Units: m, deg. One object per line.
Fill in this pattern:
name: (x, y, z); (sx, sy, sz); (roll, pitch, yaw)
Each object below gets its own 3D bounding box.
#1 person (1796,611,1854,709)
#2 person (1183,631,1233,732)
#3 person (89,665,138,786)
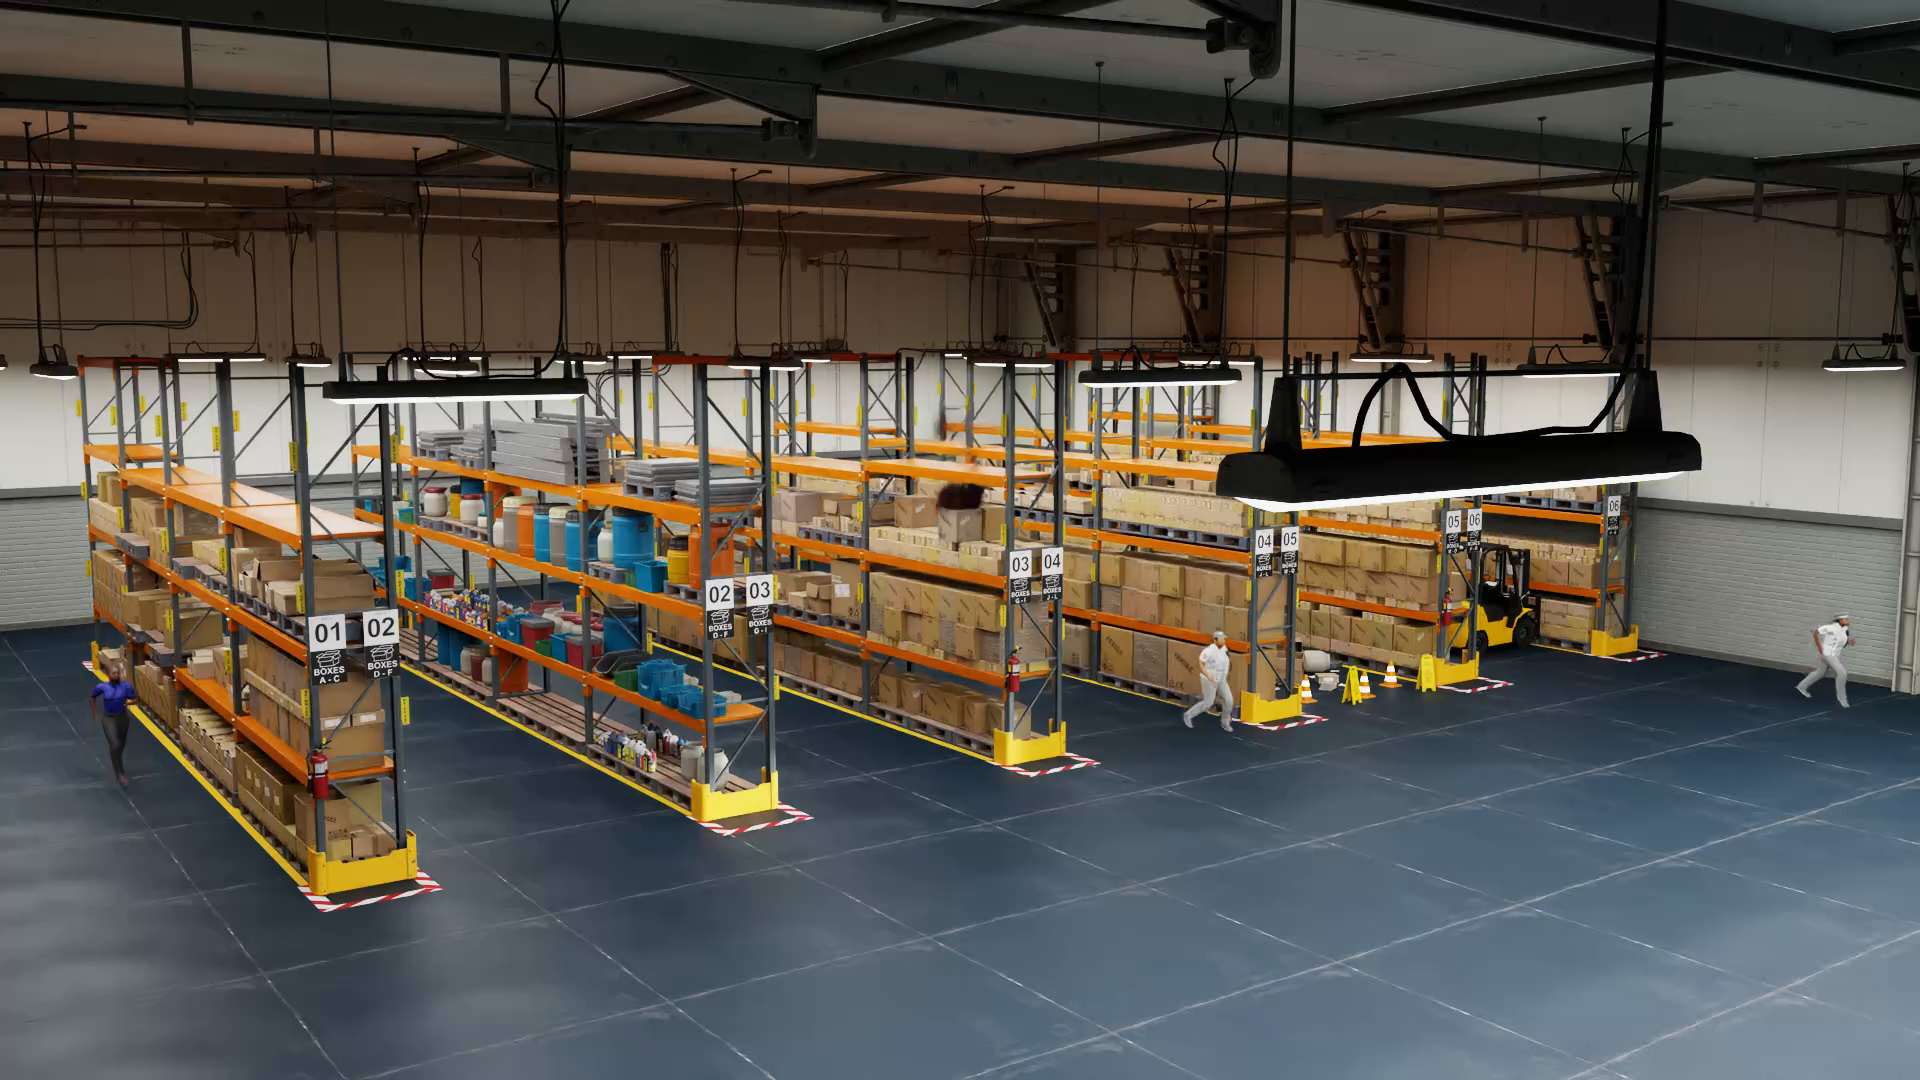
person: (15.035, 2.030, 28.847); (0.576, 1.699, 0.914); (-6, 9, -41)
person: (4.075, 2.297, 26.920); (0.838, 1.671, 0.660); (-6, 9, -42)
person: (-12.098, 2.608, 23.824); (0.559, 1.683, 0.900); (-7, 10, -43)
